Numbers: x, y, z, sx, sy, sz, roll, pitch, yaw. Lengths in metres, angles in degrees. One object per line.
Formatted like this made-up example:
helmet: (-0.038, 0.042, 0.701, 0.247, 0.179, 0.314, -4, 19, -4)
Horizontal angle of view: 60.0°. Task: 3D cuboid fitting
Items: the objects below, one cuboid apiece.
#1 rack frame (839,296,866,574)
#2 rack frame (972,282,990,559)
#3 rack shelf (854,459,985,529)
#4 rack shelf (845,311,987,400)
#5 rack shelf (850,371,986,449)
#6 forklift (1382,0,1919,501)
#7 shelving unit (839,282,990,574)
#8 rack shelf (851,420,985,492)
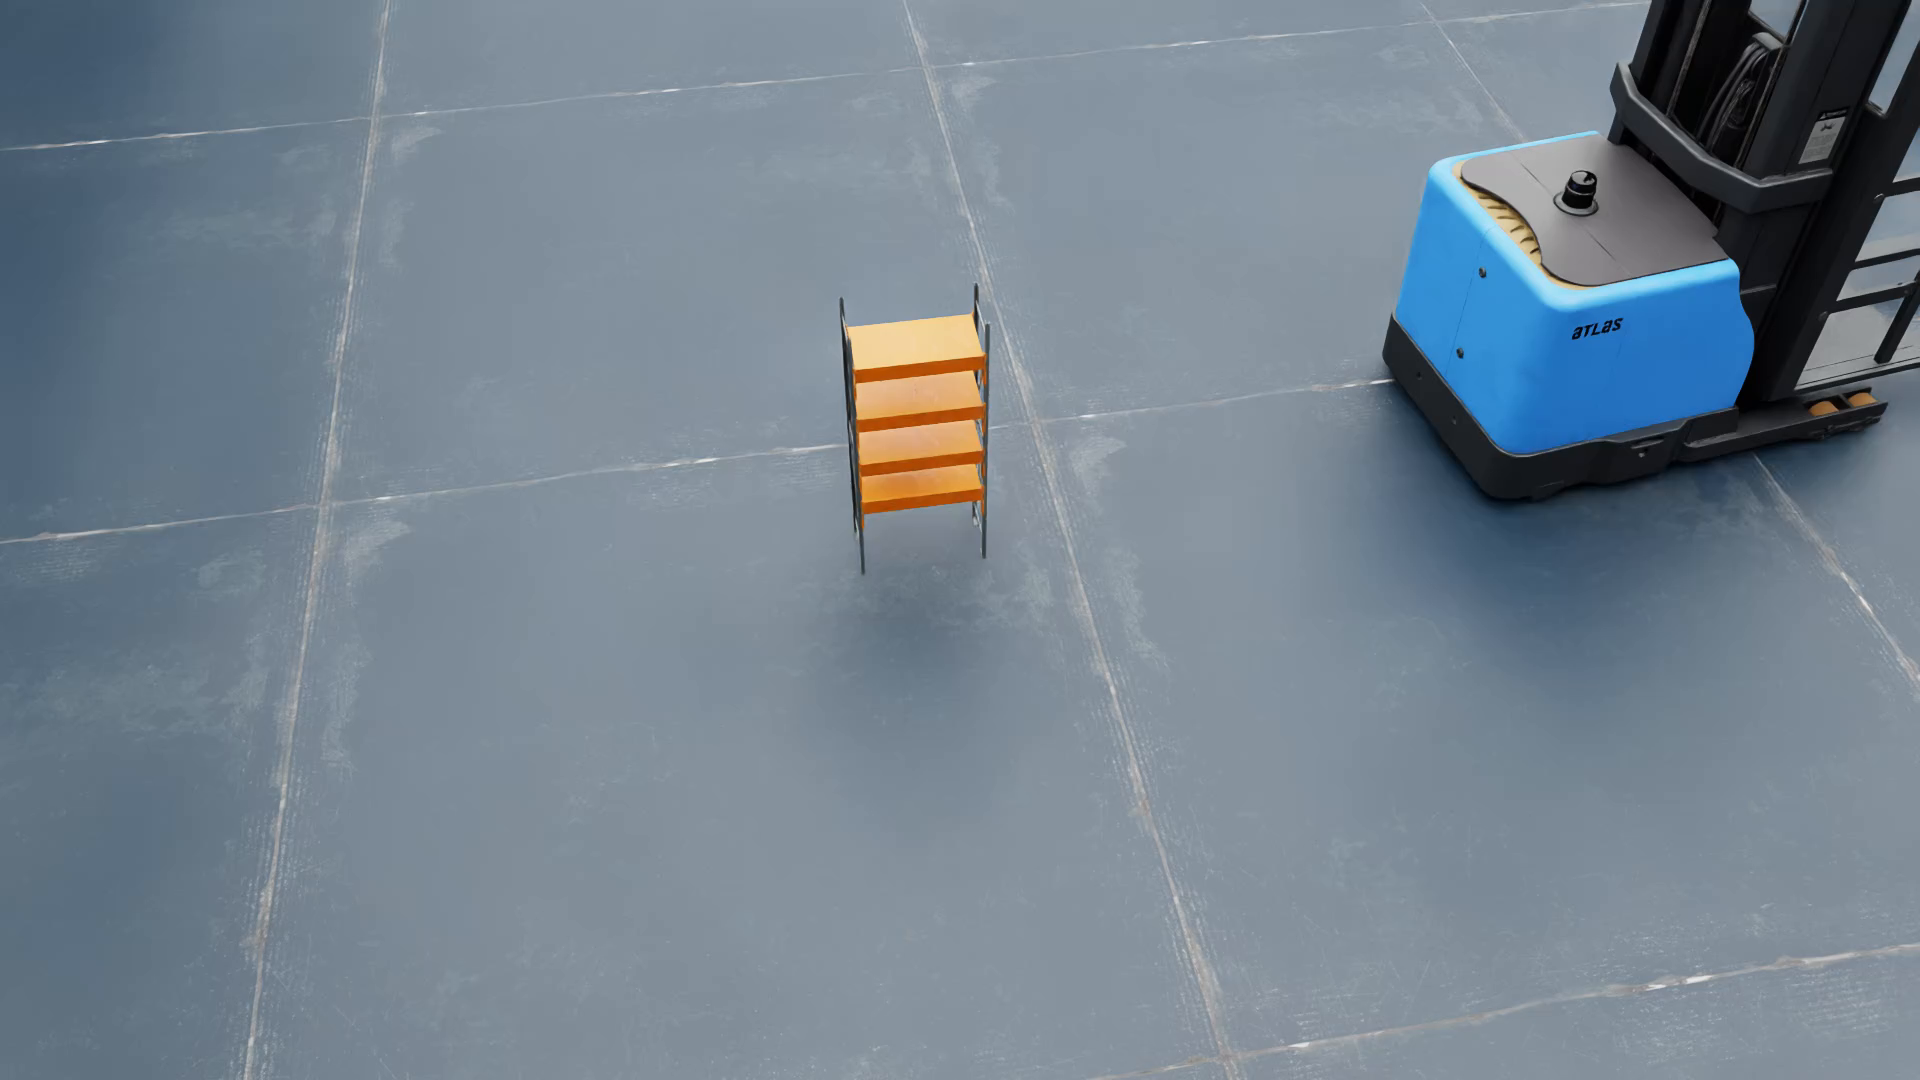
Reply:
rack frame: (-0.404, -0.366, 6.269, 0.015, 1.200, 0.240, -7, 46, -7)
rack frame: (0.077, -0.426, 6.327, 0.015, 1.200, 0.240, -7, 46, -7)
rack shelf: (-0.163, -0.212, 6.490, 0.480, 0.148, 0.258, -7, 46, -7)
rack shelf: (-0.163, -0.669, 6.015, 0.480, 0.148, 0.258, -7, 46, -7)
rack shelf: (-0.163, -0.505, 6.186, 0.480, 0.148, 0.258, -7, 46, -7)
forklift: (3.464, -1.800, 6.449, 3.031, 2.935, 1.130, -13, 47, -12)
shelving unit: (-0.163, -0.396, 6.298, 0.503, 1.200, 0.258, -7, 46, -7)
rack shelf: (-0.163, -0.349, 6.347, 0.480, 0.148, 0.258, -7, 46, -7)
